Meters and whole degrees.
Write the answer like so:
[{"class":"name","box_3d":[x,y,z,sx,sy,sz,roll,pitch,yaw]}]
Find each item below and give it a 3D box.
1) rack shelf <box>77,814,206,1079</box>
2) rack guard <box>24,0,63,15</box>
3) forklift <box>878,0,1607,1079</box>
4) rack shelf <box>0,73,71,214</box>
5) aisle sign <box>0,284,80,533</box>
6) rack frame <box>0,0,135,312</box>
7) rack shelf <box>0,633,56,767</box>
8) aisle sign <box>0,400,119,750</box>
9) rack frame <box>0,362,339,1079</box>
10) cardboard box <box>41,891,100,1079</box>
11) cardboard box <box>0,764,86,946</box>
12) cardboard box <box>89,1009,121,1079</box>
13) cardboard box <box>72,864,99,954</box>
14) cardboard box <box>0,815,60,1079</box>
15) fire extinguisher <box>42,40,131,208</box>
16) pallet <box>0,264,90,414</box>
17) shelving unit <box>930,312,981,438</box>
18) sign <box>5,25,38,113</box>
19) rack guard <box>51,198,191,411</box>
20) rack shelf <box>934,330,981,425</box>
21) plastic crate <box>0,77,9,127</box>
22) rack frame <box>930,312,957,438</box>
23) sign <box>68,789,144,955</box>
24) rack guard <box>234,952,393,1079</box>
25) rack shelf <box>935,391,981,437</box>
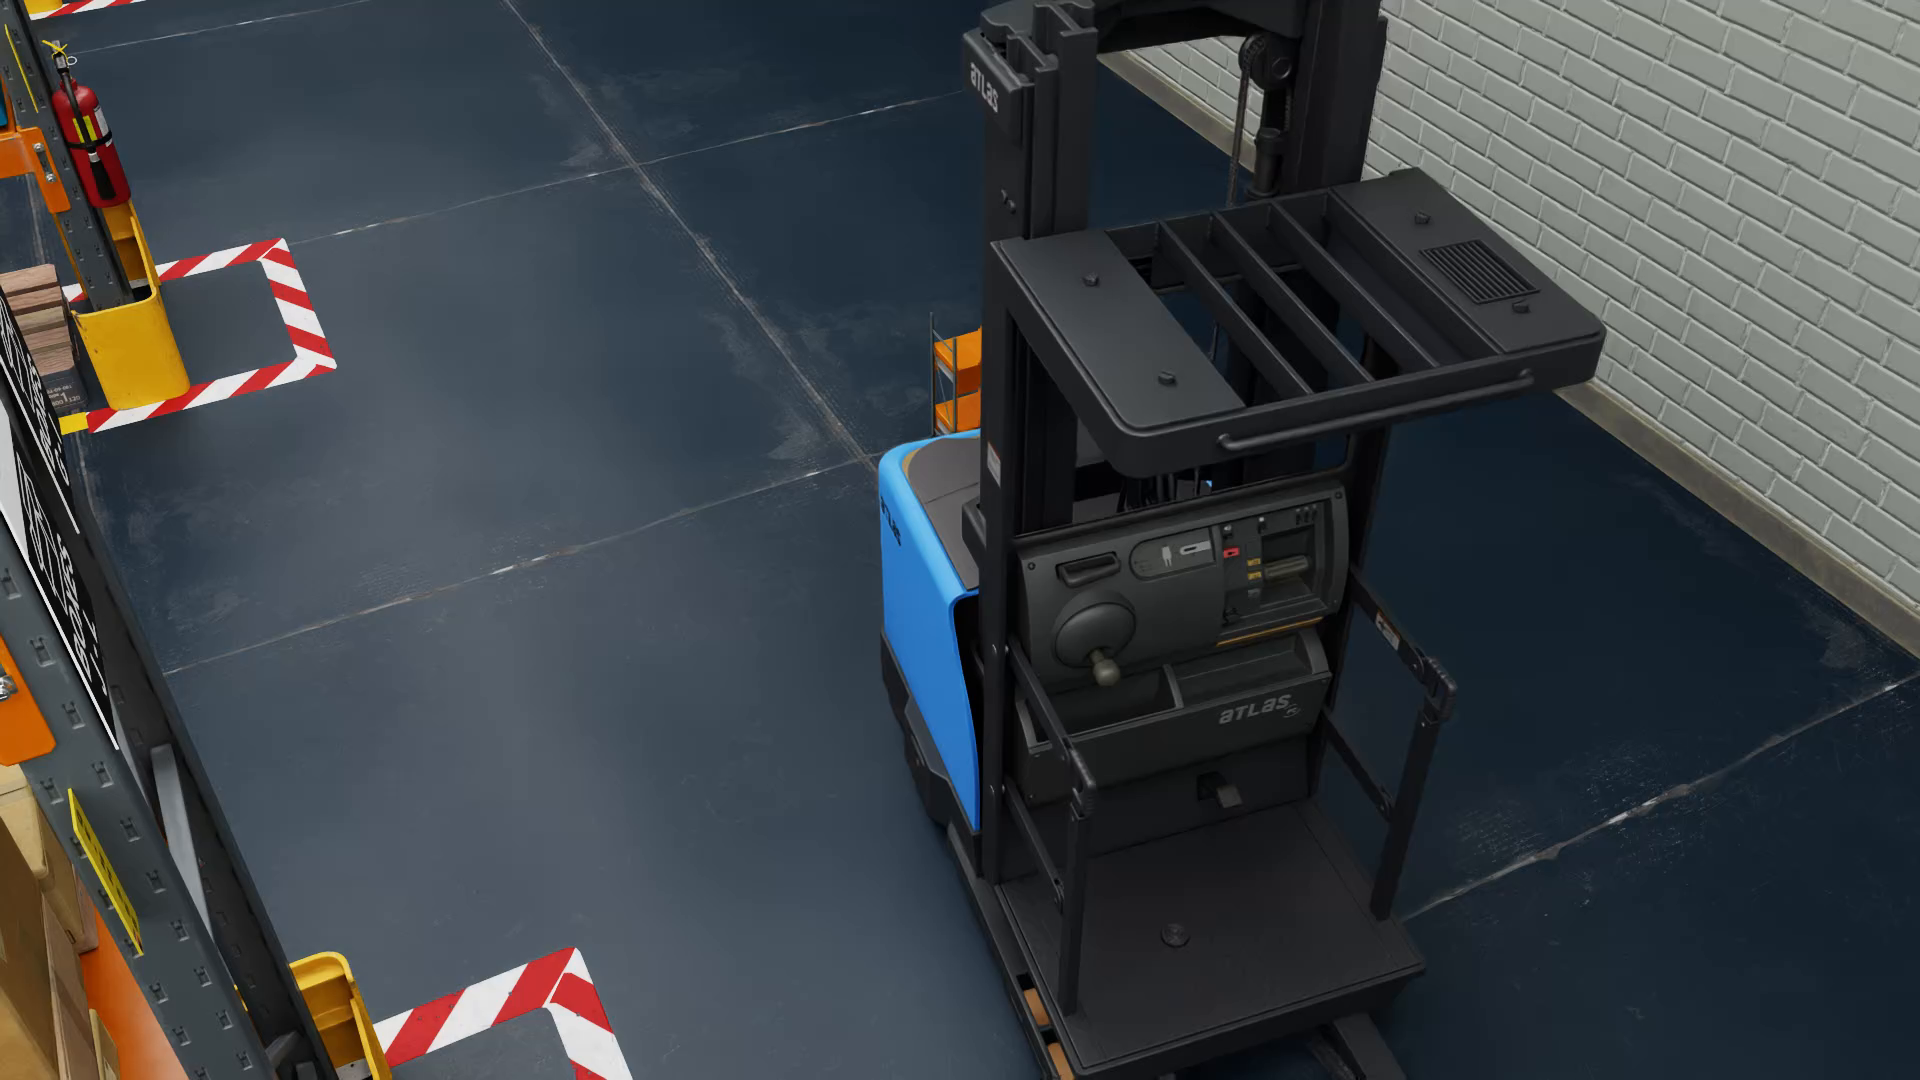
[{"class":"rack shelf","box_3d":[-3.402,1.631,3.058,4.000,0.370,1.077,-19,44,-21]},{"class":"rack guard","box_3d":[-6.268,-3.941,11.019,0.348,0.500,1.175,-19,44,-21]},{"class":"forklift","box_3d":[0.677,0.198,4.248,1.130,2.935,3.031,-13,42,-14]},{"class":"rack shelf","box_3d":[-5.690,-1.207,6.411,4.000,0.370,1.077,-19,44,-21]},{"class":"aisle sign","box_3d":[-1.703,-0.426,2.919,0.004,0.787,0.394,-19,44,-21]},{"class":"rack frame","box_3d":[-3.916,-2.078,6.884,0.127,3.000,1.000,-19,44,-21]},{"class":"rack shelf","box_3d":[-3.402,0.486,2.089,4.000,0.370,1.077,-19,44,-21]},{"class":"aisle sign","box_3d":[-1.425,-0.082,2.513,0.004,0.787,0.394,-19,44,-21]},{"class":"rack frame","box_3d":[-1.626,0.762,3.528,0.053,2.616,0.949,-19,44,-21]},{"class":"cardboard box","box_3d":[-1.935,1.000,3.132,0.500,0.250,0.500,-19,44,-21]},{"class":"cardboard box","box_3d":[-2.178,0.692,3.496,0.500,0.250,0.500,-20,44,-22]},{"class":"cardboard box","box_3d":[-1.792,1.151,3.263,0.250,0.149,0.380,-18,43,-20]},{"class":"cardboard box","box_3d":[-2.095,0.773,3.710,0.250,0.149,0.380,-18,43,-20]},{"class":"cardboard box","box_3d":[-1.939,0.713,2.891,0.500,0.500,0.500,-18,43,-20]},{"class":"fire extinguisher","box_3d":[-3.572,-1.691,6.775,0.183,0.674,0.296,-19,44,-21]},{"class":"pallet","box_3d":[-4.665,-0.790,7.520,1.213,0.211,1.003,-19,44,-21]},{"class":"shelving unit","box_3d":[0.047,-0.417,6.430,0.252,1.050,0.215,-19,44,-21]},{"class":"sign","box_3d":[-3.647,-1.830,6.464,0.005,0.325,0.100,-19,44,-21]},{"class":"rack guard","box_3d":[-3.900,-1.139,7.708,0.348,0.500,1.175,-19,44,-21]},{"class":"rack shelf","box_3d":[0.047,-0.625,6.253,0.240,0.259,0.215,-19,44,-21]},{"class":"plastic crate","box_3d":[-4.126,-1.908,6.608,0.499,0.435,0.616,-19,44,-21]},{"class":"rack frame","box_3d":[-0.061,-0.380,6.387,0.008,1.050,0.200,-19,44,-21]},{"class":"sign","box_3d":[-1.390,0.543,2.708,0.005,0.325,0.100,-19,44,-21]},{"class":"rack guard","box_3d":[-1.607,1.707,4.347,0.348,0.500,1.175,-19,44,-21]},{"class":"rack shelf","box_3d":[0.047,-0.409,6.436,0.240,0.259,0.215,-19,44,-21]}]
